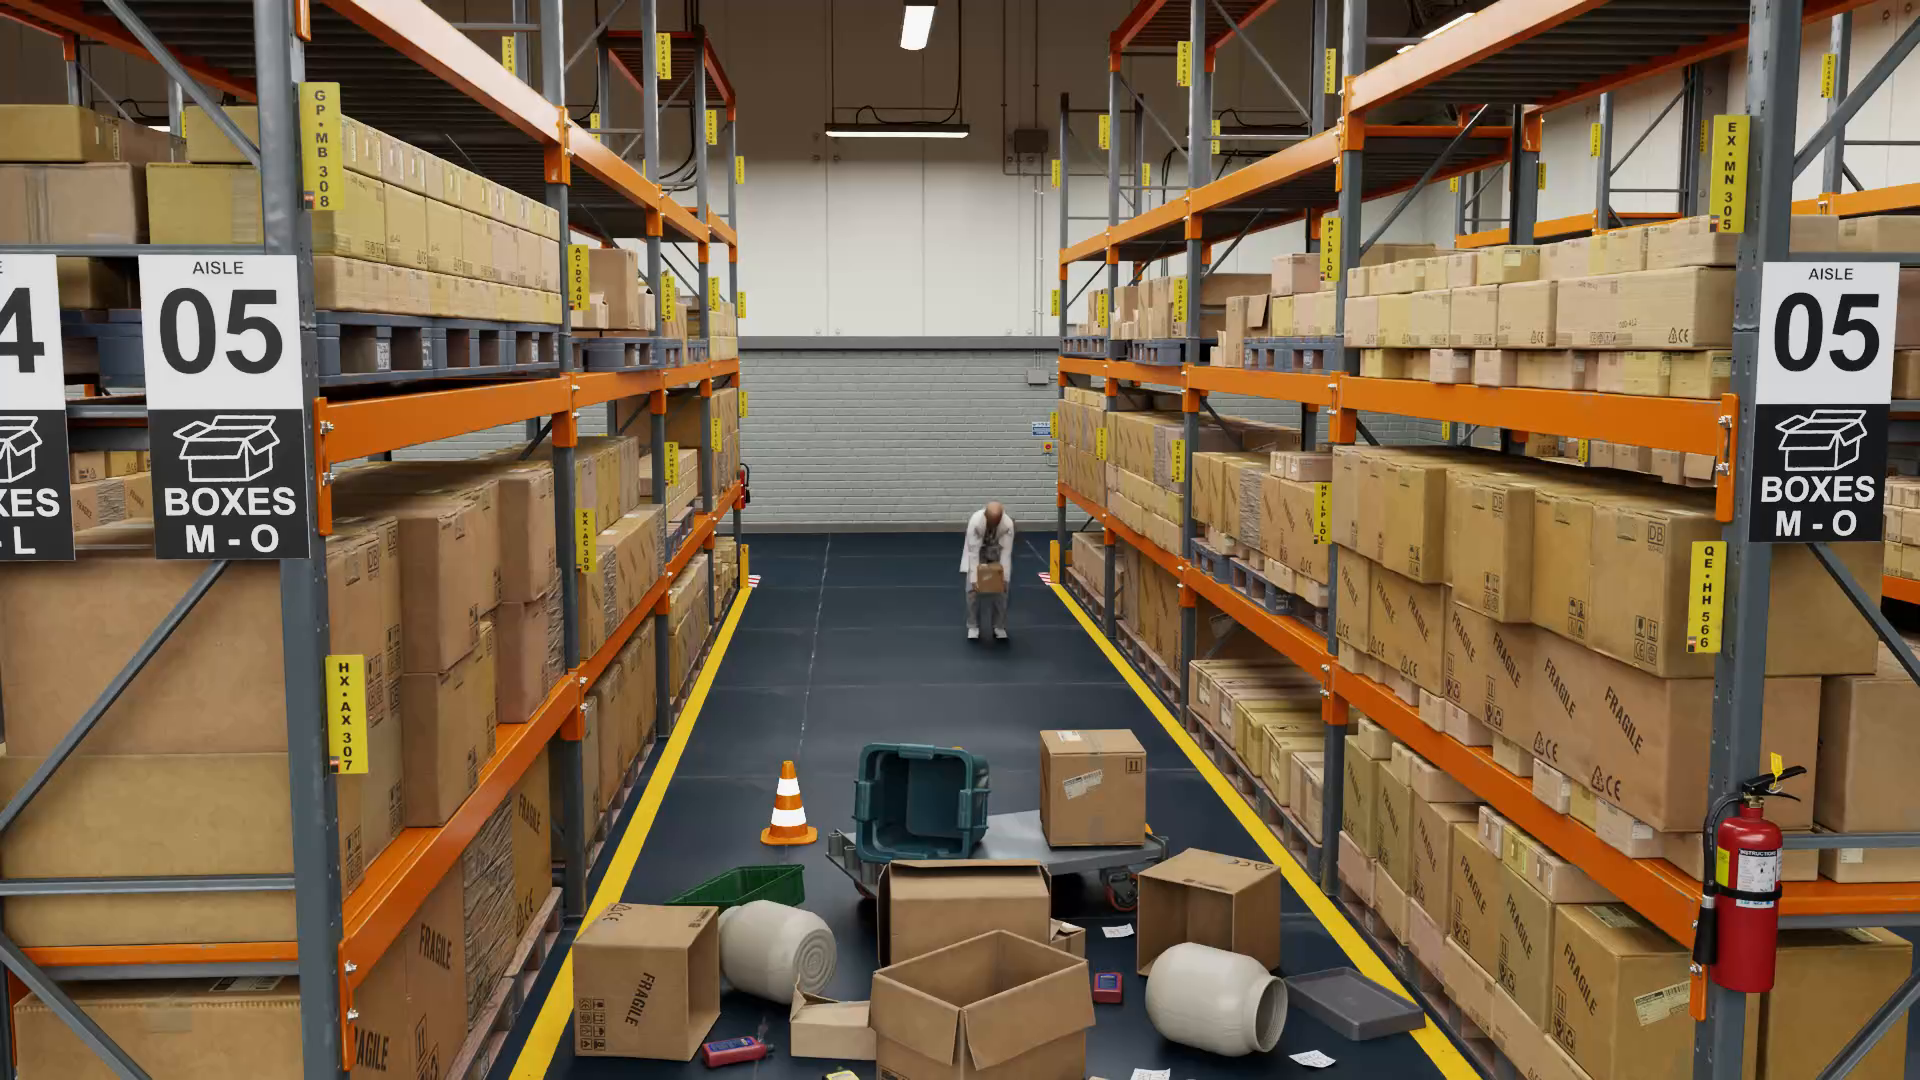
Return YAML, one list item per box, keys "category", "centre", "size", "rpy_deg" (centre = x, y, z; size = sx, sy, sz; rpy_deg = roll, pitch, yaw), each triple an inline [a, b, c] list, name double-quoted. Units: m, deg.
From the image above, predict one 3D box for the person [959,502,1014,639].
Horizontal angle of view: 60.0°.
- category: "person"
  centre: [0.285, 0.303, 16.715]
  size: [0.552, 1.435, 0.859]
  rpy_deg: [-1, 7, -5]
